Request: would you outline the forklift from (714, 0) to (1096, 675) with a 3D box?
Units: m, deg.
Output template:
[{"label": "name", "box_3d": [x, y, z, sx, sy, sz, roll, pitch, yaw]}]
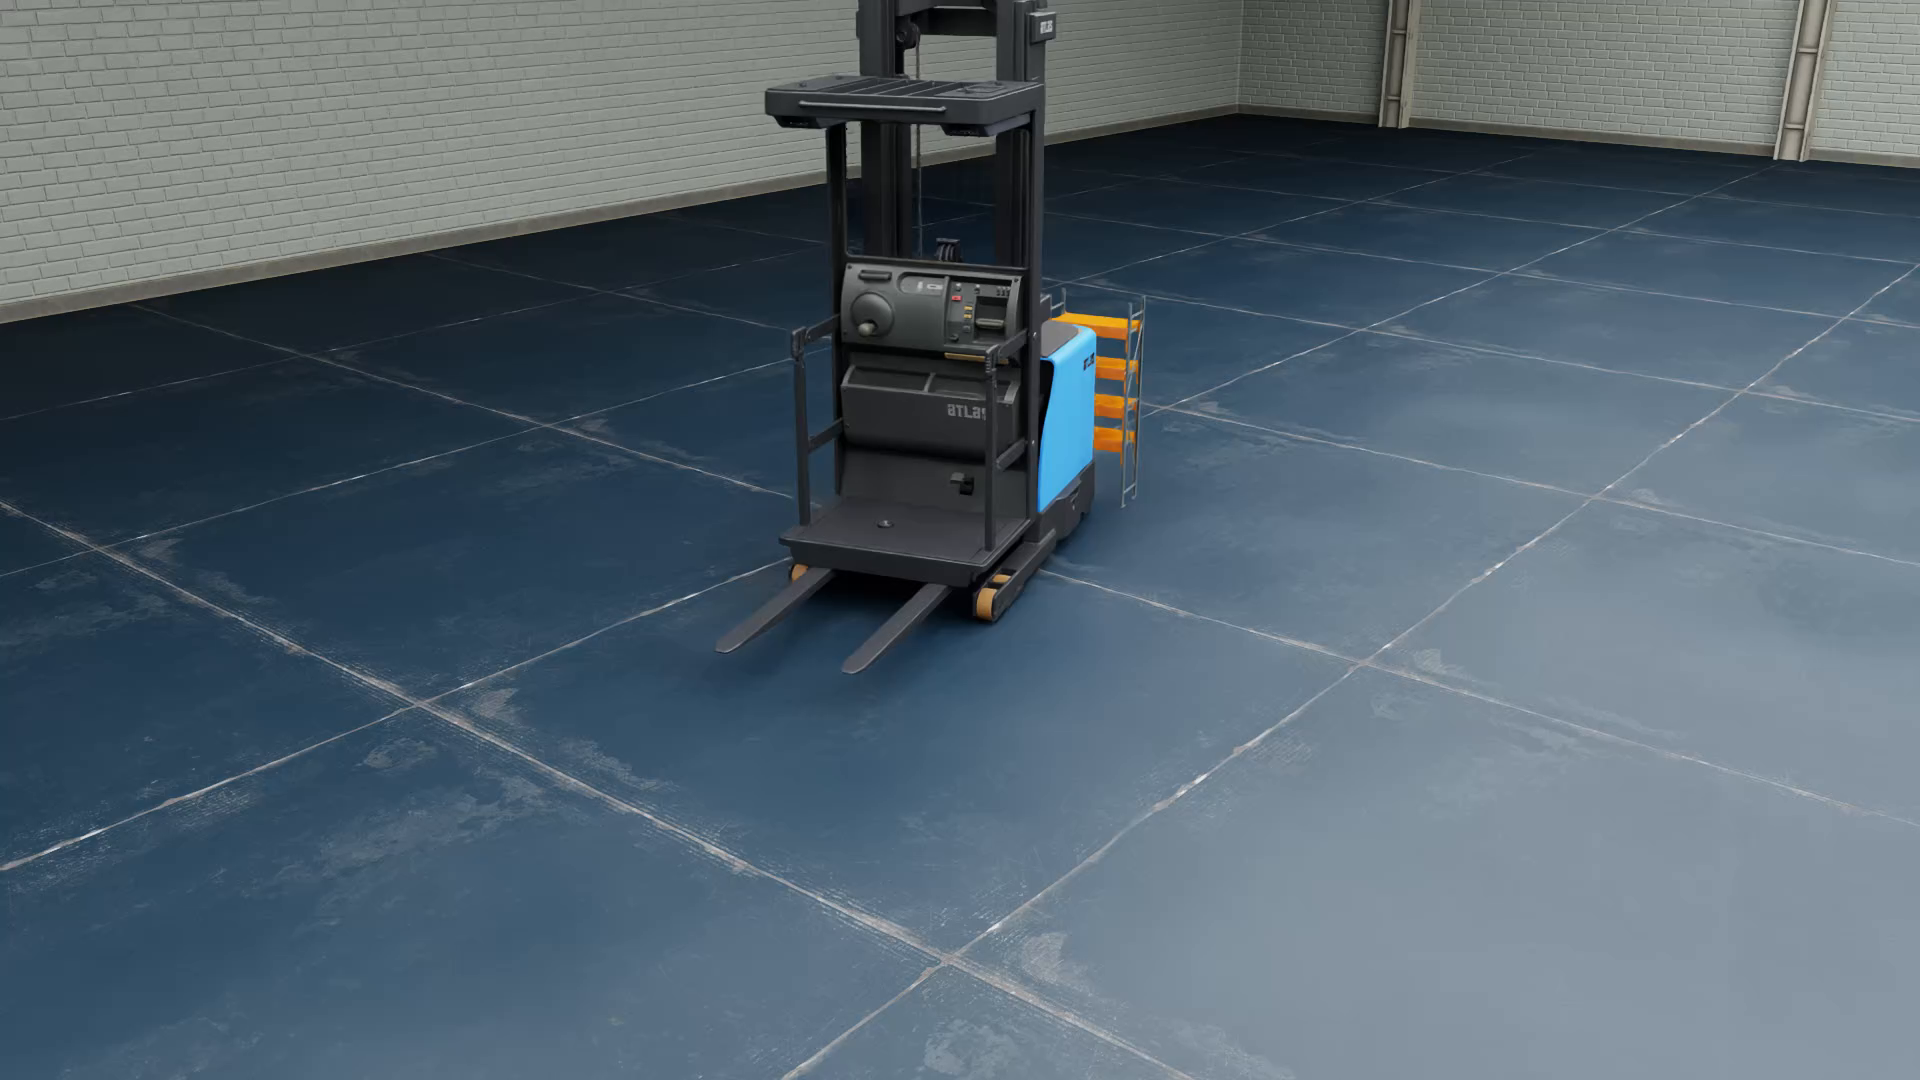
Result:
[{"label": "forklift", "box_3d": [-0.223, -1.138, 8.031, 1.130, 2.935, 3.031, 8, 22, 19]}]

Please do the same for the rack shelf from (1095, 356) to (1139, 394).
[{"label": "rack shelf", "box_3d": [0.771, -0.970, 9.588, 0.480, 0.148, 0.258, 10, 22, 24]}]

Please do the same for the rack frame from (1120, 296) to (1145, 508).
[{"label": "rack frame", "box_3d": [0.990, -0.785, 9.543, 0.015, 1.200, 0.240, 10, 22, 24]}]

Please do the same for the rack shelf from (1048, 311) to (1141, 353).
[{"label": "rack shelf", "box_3d": [0.773, -1.192, 9.508, 0.480, 0.148, 0.258, 10, 22, 24]}]

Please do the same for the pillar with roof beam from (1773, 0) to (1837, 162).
[{"label": "pillar with roof beam", "box_3d": [8.939, -8.379, 18.634, 0.400, 9.000, 9.100, 16, 26, 36]}]

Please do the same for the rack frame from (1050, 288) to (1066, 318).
[{"label": "rack frame", "box_3d": [0.549, -0.859, 9.739, 0.015, 1.200, 0.240, 10, 22, 24]}]

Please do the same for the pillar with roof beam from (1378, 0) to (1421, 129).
[{"label": "pillar with roof beam", "box_3d": [4.291, -9.717, 22.183, 0.400, 9.000, 9.100, 16, 26, 36]}]

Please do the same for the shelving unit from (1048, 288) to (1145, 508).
[{"label": "shelving unit", "box_3d": [0.769, -0.822, 9.641, 0.503, 1.200, 0.258, 10, 22, 24]}]

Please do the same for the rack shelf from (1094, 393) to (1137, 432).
[{"label": "rack shelf", "box_3d": [0.769, -0.759, 9.663, 0.480, 0.148, 0.258, 10, 22, 24]}]

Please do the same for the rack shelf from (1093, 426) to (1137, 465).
[{"label": "rack shelf", "box_3d": [0.767, -0.572, 9.730, 0.480, 0.148, 0.258, 10, 22, 24]}]
